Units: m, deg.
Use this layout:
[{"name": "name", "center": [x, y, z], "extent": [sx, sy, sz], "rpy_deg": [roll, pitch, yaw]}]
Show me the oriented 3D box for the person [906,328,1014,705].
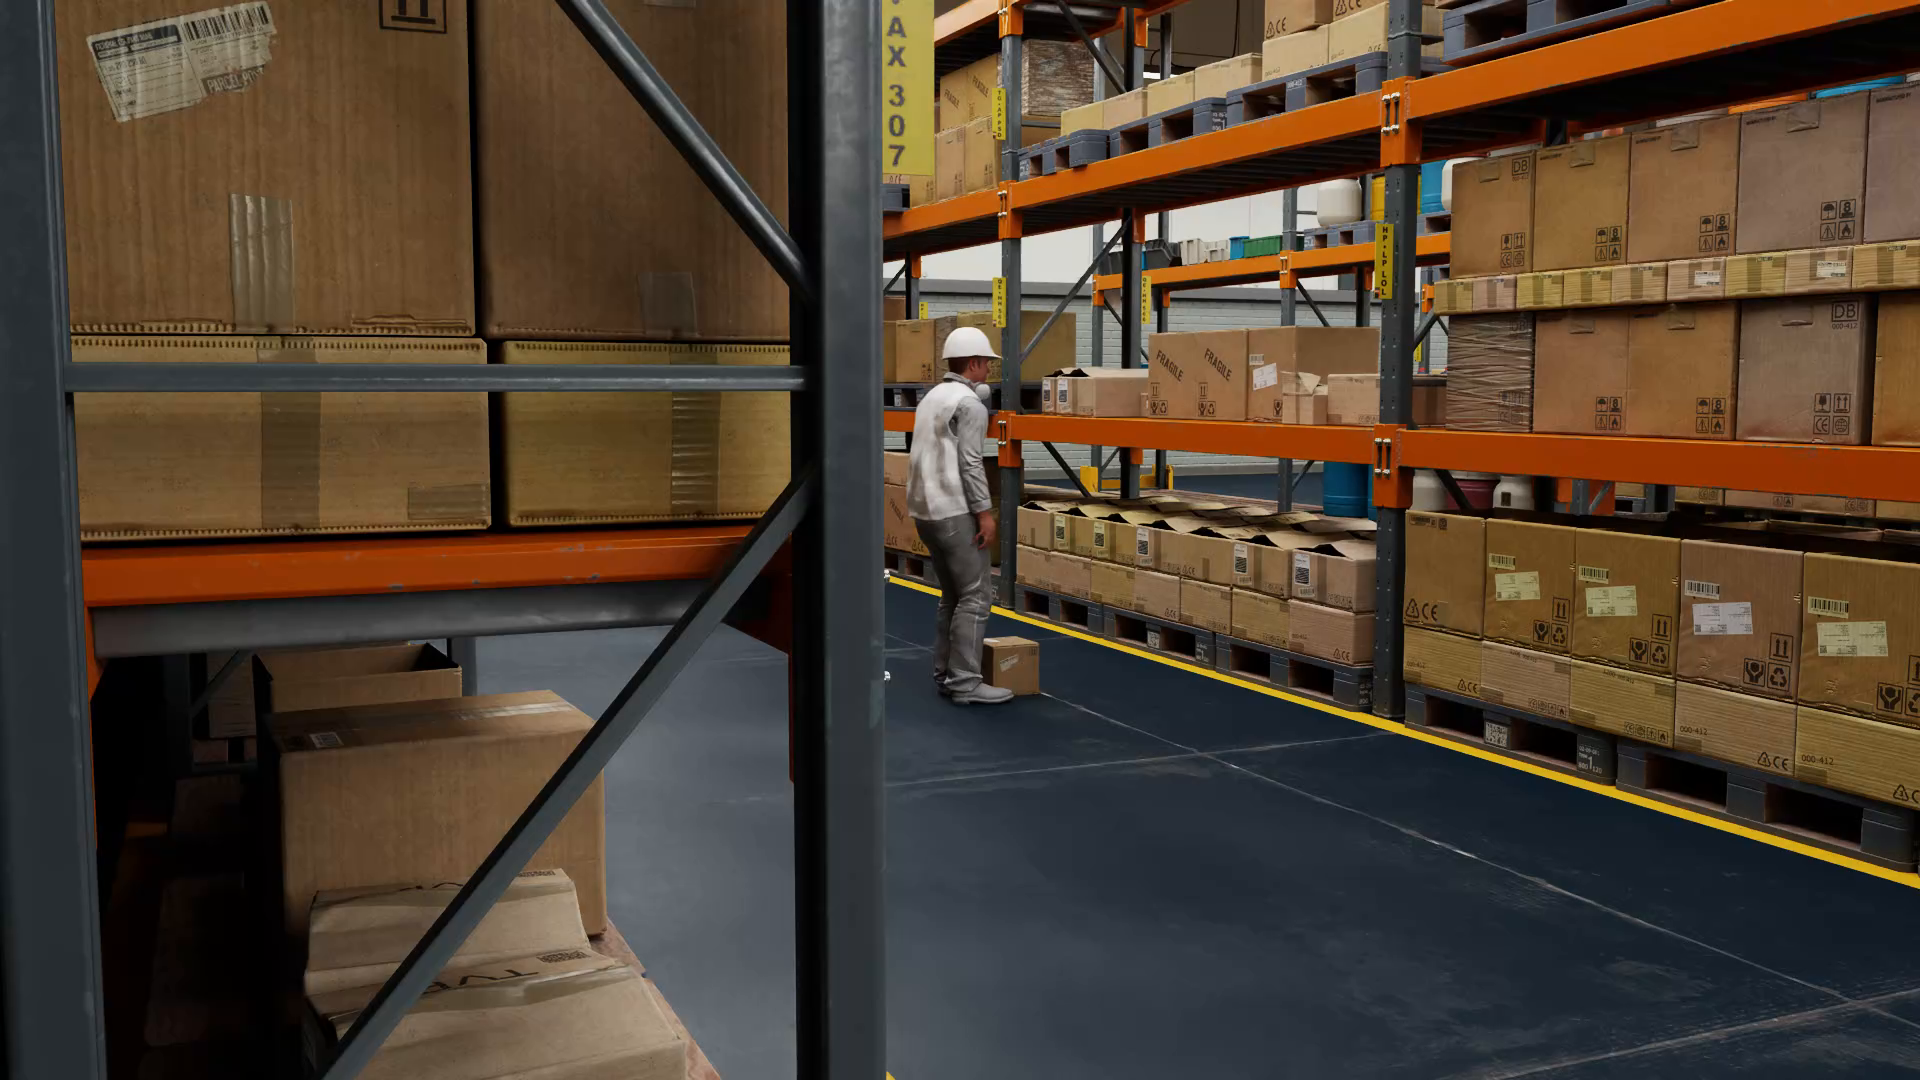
[{"name": "person", "center": [-0.009, -0.127, 7.966], "extent": [0.465, 1.771, 0.582], "rpy_deg": [-2, 6, -24]}]
